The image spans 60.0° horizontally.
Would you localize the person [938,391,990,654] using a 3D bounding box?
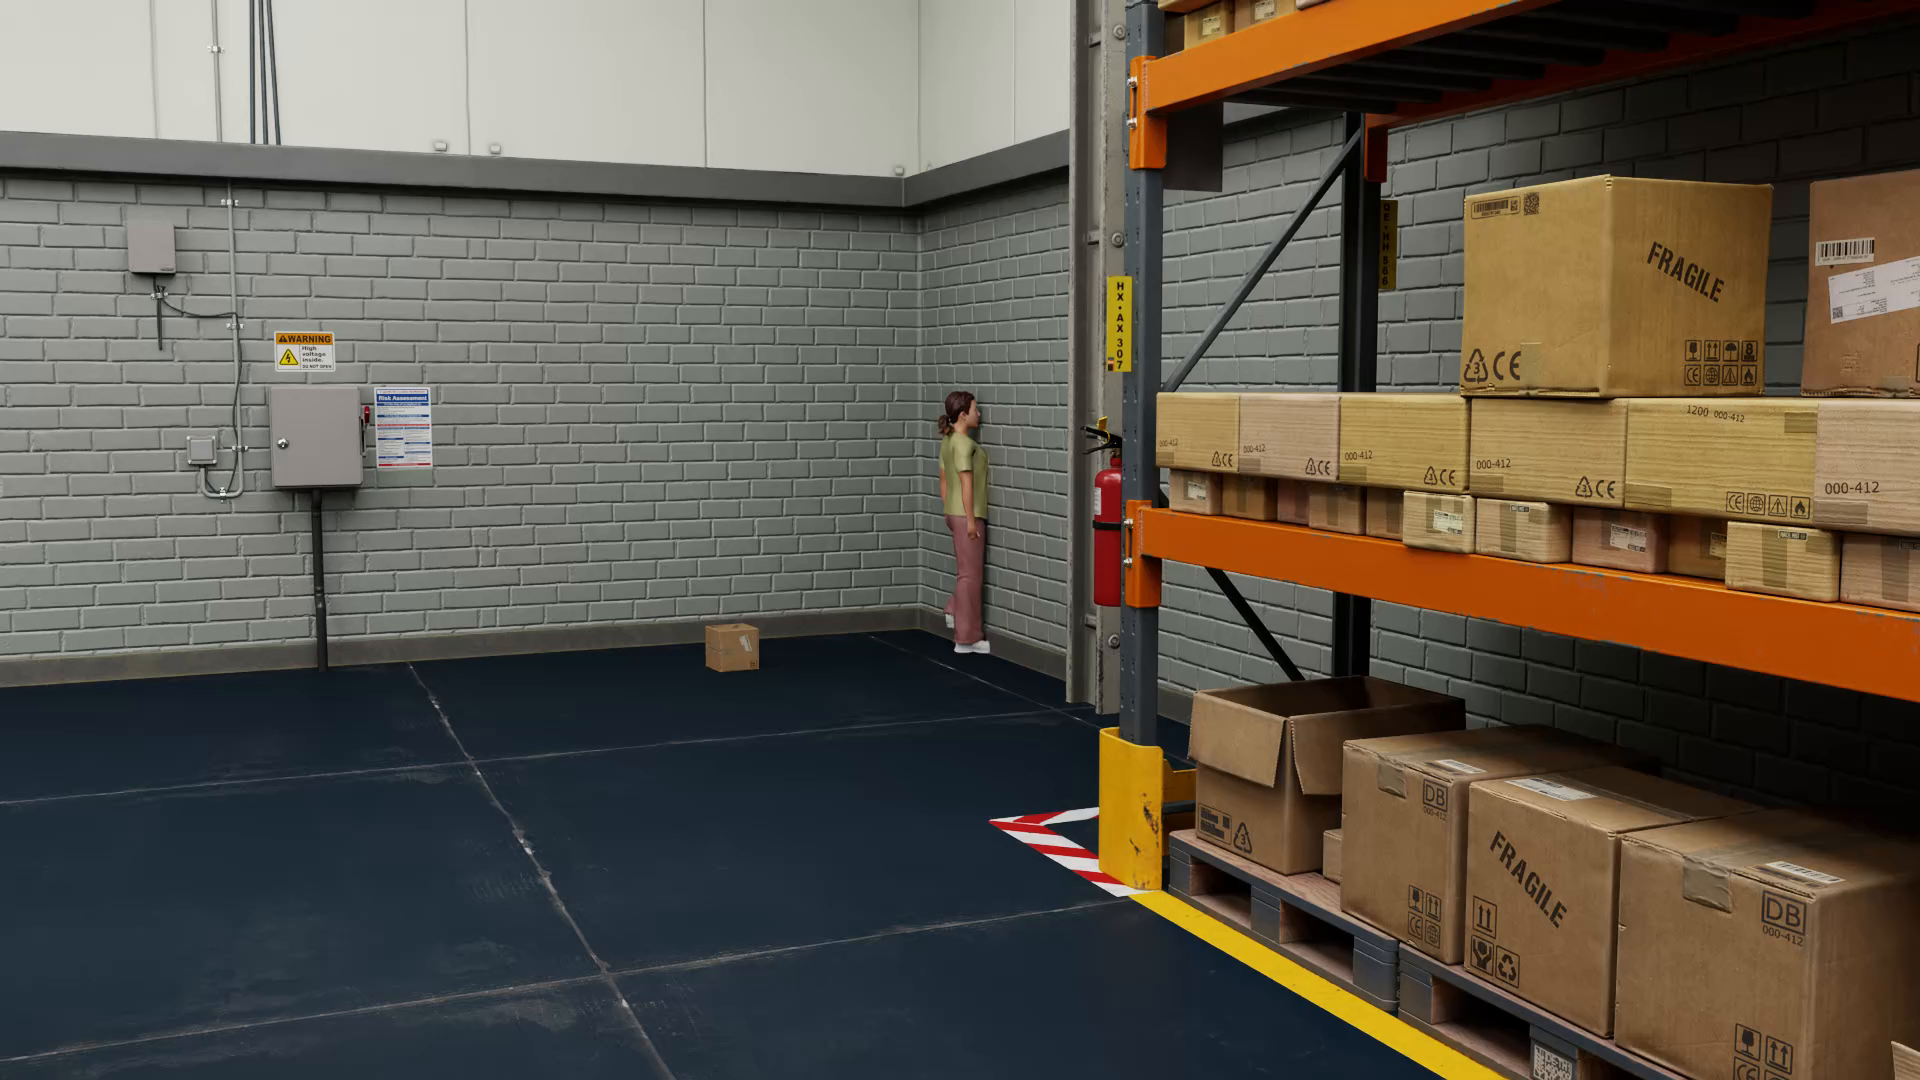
[{"bbox_3d":[0.082,-0.120,10.711,0.479,1.673,0.432,-2,6,-19],"label":"person"}]
